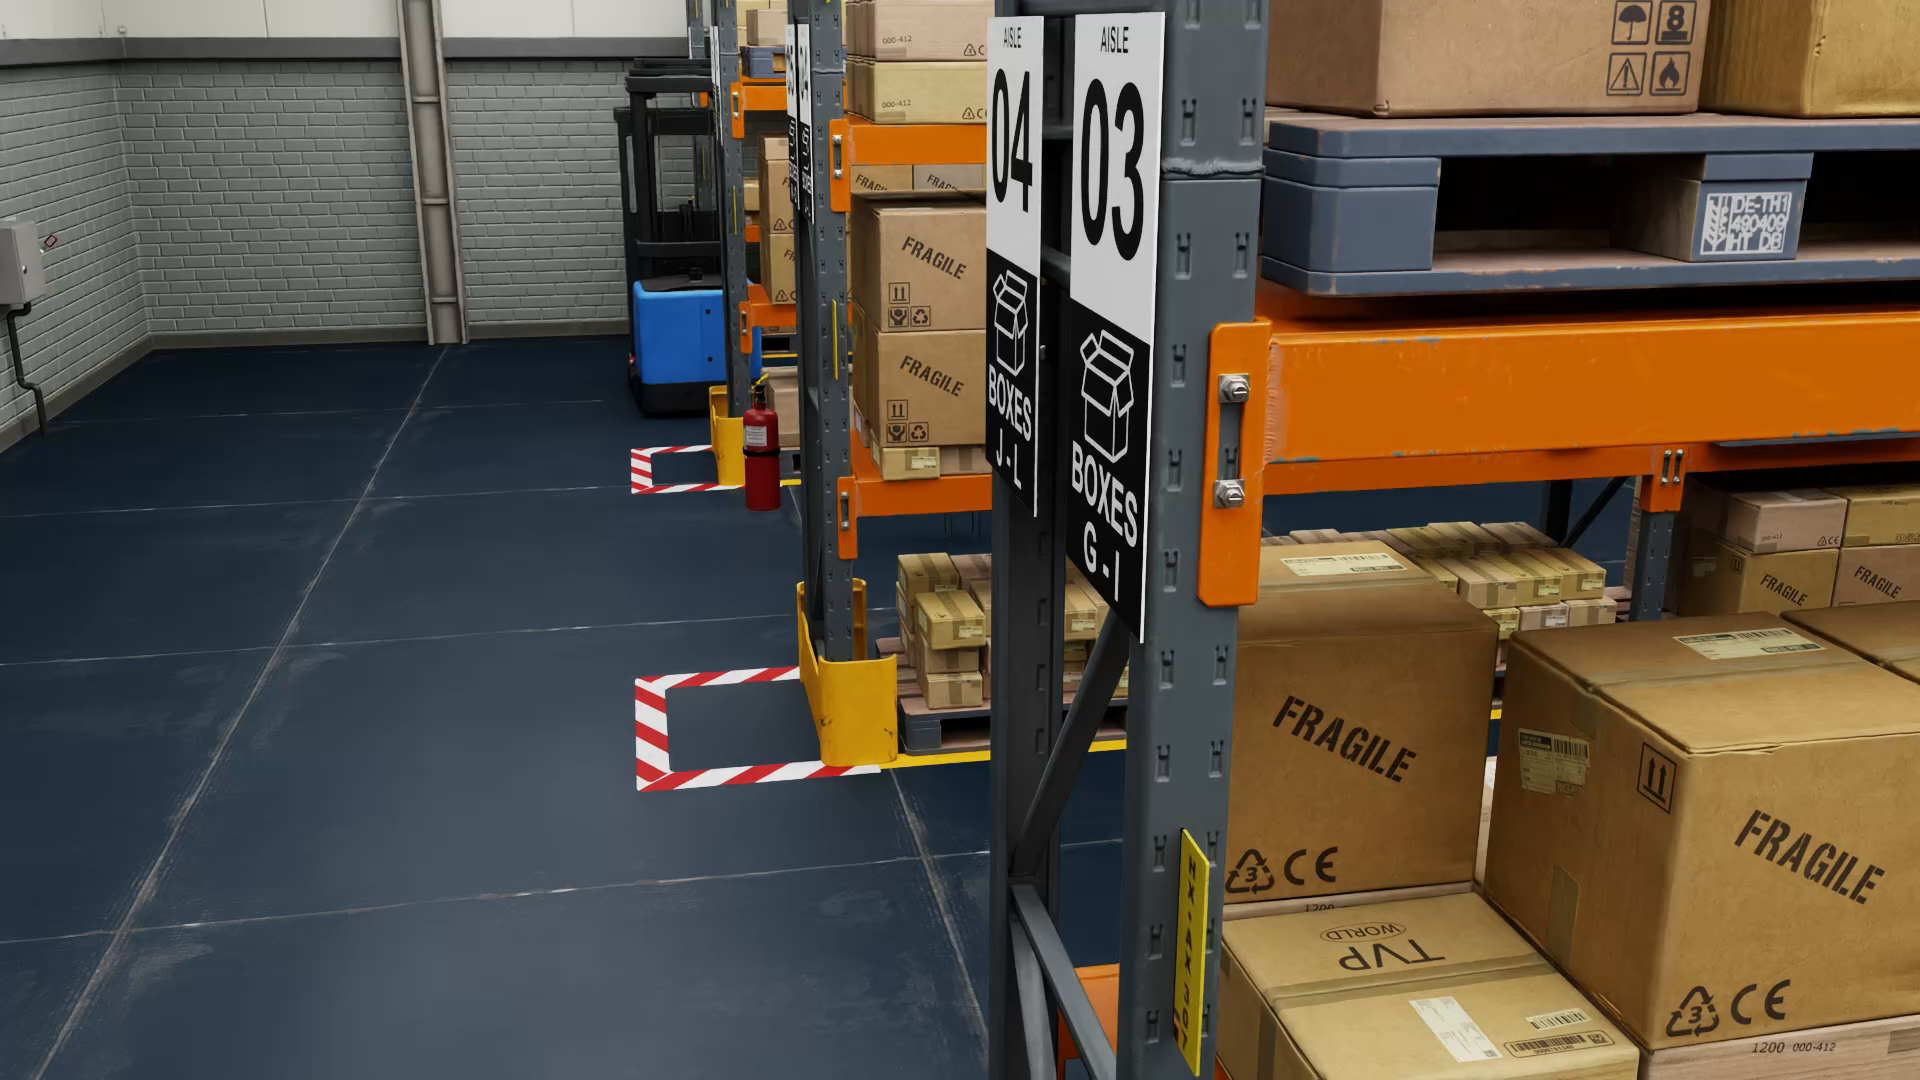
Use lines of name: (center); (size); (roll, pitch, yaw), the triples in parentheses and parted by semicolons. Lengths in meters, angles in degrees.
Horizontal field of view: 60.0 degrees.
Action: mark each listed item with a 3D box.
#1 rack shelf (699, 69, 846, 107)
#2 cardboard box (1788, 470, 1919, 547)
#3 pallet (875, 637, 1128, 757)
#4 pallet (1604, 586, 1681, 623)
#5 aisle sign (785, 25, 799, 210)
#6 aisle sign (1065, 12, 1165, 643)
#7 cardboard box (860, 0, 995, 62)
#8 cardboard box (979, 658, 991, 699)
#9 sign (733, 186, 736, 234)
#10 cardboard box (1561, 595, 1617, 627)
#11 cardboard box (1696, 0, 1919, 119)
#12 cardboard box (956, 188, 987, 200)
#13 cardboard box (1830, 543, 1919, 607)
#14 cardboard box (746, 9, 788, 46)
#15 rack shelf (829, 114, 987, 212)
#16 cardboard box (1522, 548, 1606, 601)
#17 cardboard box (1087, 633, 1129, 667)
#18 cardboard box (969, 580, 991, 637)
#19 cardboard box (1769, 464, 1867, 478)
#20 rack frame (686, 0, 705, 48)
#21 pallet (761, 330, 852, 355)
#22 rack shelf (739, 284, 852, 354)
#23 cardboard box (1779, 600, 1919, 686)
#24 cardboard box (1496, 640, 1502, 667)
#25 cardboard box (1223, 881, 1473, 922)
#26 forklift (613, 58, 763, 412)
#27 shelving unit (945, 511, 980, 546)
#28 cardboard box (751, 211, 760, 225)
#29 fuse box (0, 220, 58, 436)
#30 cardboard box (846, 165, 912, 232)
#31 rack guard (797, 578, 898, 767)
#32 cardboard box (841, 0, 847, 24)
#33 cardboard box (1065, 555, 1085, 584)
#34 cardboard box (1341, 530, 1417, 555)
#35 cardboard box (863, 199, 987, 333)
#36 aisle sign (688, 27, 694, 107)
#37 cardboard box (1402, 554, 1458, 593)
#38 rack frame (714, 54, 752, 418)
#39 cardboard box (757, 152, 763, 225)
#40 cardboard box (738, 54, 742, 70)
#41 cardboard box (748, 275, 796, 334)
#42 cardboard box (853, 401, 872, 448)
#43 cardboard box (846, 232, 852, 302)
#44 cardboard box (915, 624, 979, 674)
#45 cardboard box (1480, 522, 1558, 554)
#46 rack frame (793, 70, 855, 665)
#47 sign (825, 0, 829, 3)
rack shelf: (-0.647, -4.635, 16.910); (4.000, 0.370, 1.077); (-3, 17, -10)
cardboard box: (4.598, -0.164, 8.502); (0.500, 0.250, 0.500); (-3, 17, -9)
pallet: (0.252, 0.712, 8.134); (1.213, 0.211, 1.003); (-3, 17, -10)
pallet: (4.064, 0.485, 8.874); (1.213, 0.211, 1.003); (-3, 17, -10)
aisle sign: (-0.756, -1.907, 7.483); (0.004, 0.787, 0.394); (-3, 17, -10)
aisle sign: (0.201, -0.298, 2.247); (0.004, 0.787, 0.394); (-3, 17, -10)
cardboard box: (-0.137, -2.133, 6.942); (0.500, 0.250, 0.500); (-3, 17, -10)
cardboard box: (0.189, 0.605, 7.873); (0.250, 0.149, 0.380); (-3, 17, -11)
sign: (-1.566, -2.294, 11.564); (0.005, 0.325, 0.100); (-3, 17, -10)
cardboard box: (3.051, 0.325, 8.280); (0.250, 0.149, 0.380); (-3, 17, -9)
cardboard box: (1.290, -0.917, 2.525); (0.500, 0.500, 0.700); (-4, 17, -12)
cardboard box: (0.272, -1.375, 7.800); (0.500, 0.500, 0.500); (-4, 17, -12)
cardboard box: (4.595, 0.195, 8.610); (0.500, 0.500, 0.500); (-2, 17, -8)
cardboard box: (-1.241, -3.665, 11.896); (0.500, 0.250, 0.500); (-5, 18, -16)
rack shelf: (1.336, -1.783, 7.625); (4.000, 0.370, 1.077); (-3, 17, -10)
cardboard box: (3.000, 0.168, 8.283); (0.250, 0.149, 0.380); (-3, 17, -9)
cardboard box: (0.711, 0.462, 7.833); (0.250, 0.149, 0.380); (-3, 17, -9)
cardboard box: (0.199, 0.315, 7.805); (0.250, 0.149, 0.380); (-3, 17, -9)
cardboard box: (4.490, -0.308, 8.970); (0.500, 0.250, 0.500); (-2, 17, -8)
rack frame: (-2.611, -6.301, 16.002); (0.127, 3.000, 1.000); (-3, 17, -10)
pallet: (-1.754, -2.149, 17.451); (1.213, 0.211, 1.003); (-3, 17, -10)
rack shelf: (0.298, -1.771, 12.693); (4.000, 0.370, 1.077); (-3, 17, -10)
cardboard box: (1.735, 0.417, 2.815); (0.500, 0.500, 0.500); (-4, 17, -12)
cardboard box: (2.461, 0.501, 8.211); (0.250, 0.149, 0.380); (-4, 17, -12)
cardboard box: (0.640, 0.680, 3.238); (0.500, 0.250, 0.500); (-4, 17, -11)
forklift: (-2.534, -2.881, 15.200); (1.130, 2.935, 3.031); (-4, 18, -13)
shelving unit: (0.014, -0.574, 10.638); (0.189, 1.200, 0.258); (-3, 17, -10)
cardboard box: (-1.995, -3.280, 16.811); (0.250, 0.149, 0.380); (-3, 17, -9)
fuse box: (-7.453, -1.680, 13.367); (0.414, 1.711, 0.539); (-3, 17, -10)
cardboard box: (-0.634, -2.504, 11.983); (0.500, 0.500, 0.500); (-4, 17, -12)
rack guard: (-0.553, 0.609, 7.977); (0.348, 0.500, 1.175); (-3, 17, -10)
cardboard box: (-1.134, -5.184, 16.370); (0.500, 0.250, 0.500); (-4, 17, -11)
cardboard box: (0.598, 0.149, 8.345); (0.250, 0.149, 0.380); (-4, 18, -13)
cardboard box: (2.150, 0.080, 8.569); (0.250, 0.149, 0.380); (-4, 17, -12)
cardboard box: (-0.136, -1.198, 7.224); (0.500, 0.500, 0.500); (-3, 17, -11)
aisle sign: (-2.622, -4.588, 16.213); (0.004, 0.787, 0.394); (-3, 17, -10)
cardboard box: (2.244, 0.202, 8.174); (0.250, 0.149, 0.380); (-3, 17, -9)
rack frame: (-1.666, -2.003, 12.224); (0.127, 3.000, 1.000); (-3, 17, -10)
cardboard box: (-1.238, -2.624, 12.374); (0.500, 0.500, 0.500); (-3, 17, -9)
cardboard box: (-2.254, -4.698, 16.318); (0.250, 0.149, 0.380); (-3, 17, -9)
cardboard box: (-1.992, -2.448, 17.209); (0.637, 0.503, 0.797); (-4, 18, -13)
cardboard box: (-0.361, -0.561, 7.958); (0.250, 0.149, 0.380); (-3, 17, -10)
cardboard box: (-0.649, -2.031, 12.145); (0.500, 0.500, 0.500); (-3, 17, -11)
cardboard box: (-0.064, 0.483, 7.764); (0.250, 0.149, 0.380); (-3, 17, -8)
cardboard box: (2.922, 0.033, 8.724); (0.250, 0.149, 0.380); (-3, 17, -8)
rack frame: (-0.627, -0.582, 7.597); (0.127, 3.000, 1.000); (-3, 17, -10)
sign: (-0.524, -2.277, 6.519); (0.005, 0.325, 0.100); (-3, 17, -10)
